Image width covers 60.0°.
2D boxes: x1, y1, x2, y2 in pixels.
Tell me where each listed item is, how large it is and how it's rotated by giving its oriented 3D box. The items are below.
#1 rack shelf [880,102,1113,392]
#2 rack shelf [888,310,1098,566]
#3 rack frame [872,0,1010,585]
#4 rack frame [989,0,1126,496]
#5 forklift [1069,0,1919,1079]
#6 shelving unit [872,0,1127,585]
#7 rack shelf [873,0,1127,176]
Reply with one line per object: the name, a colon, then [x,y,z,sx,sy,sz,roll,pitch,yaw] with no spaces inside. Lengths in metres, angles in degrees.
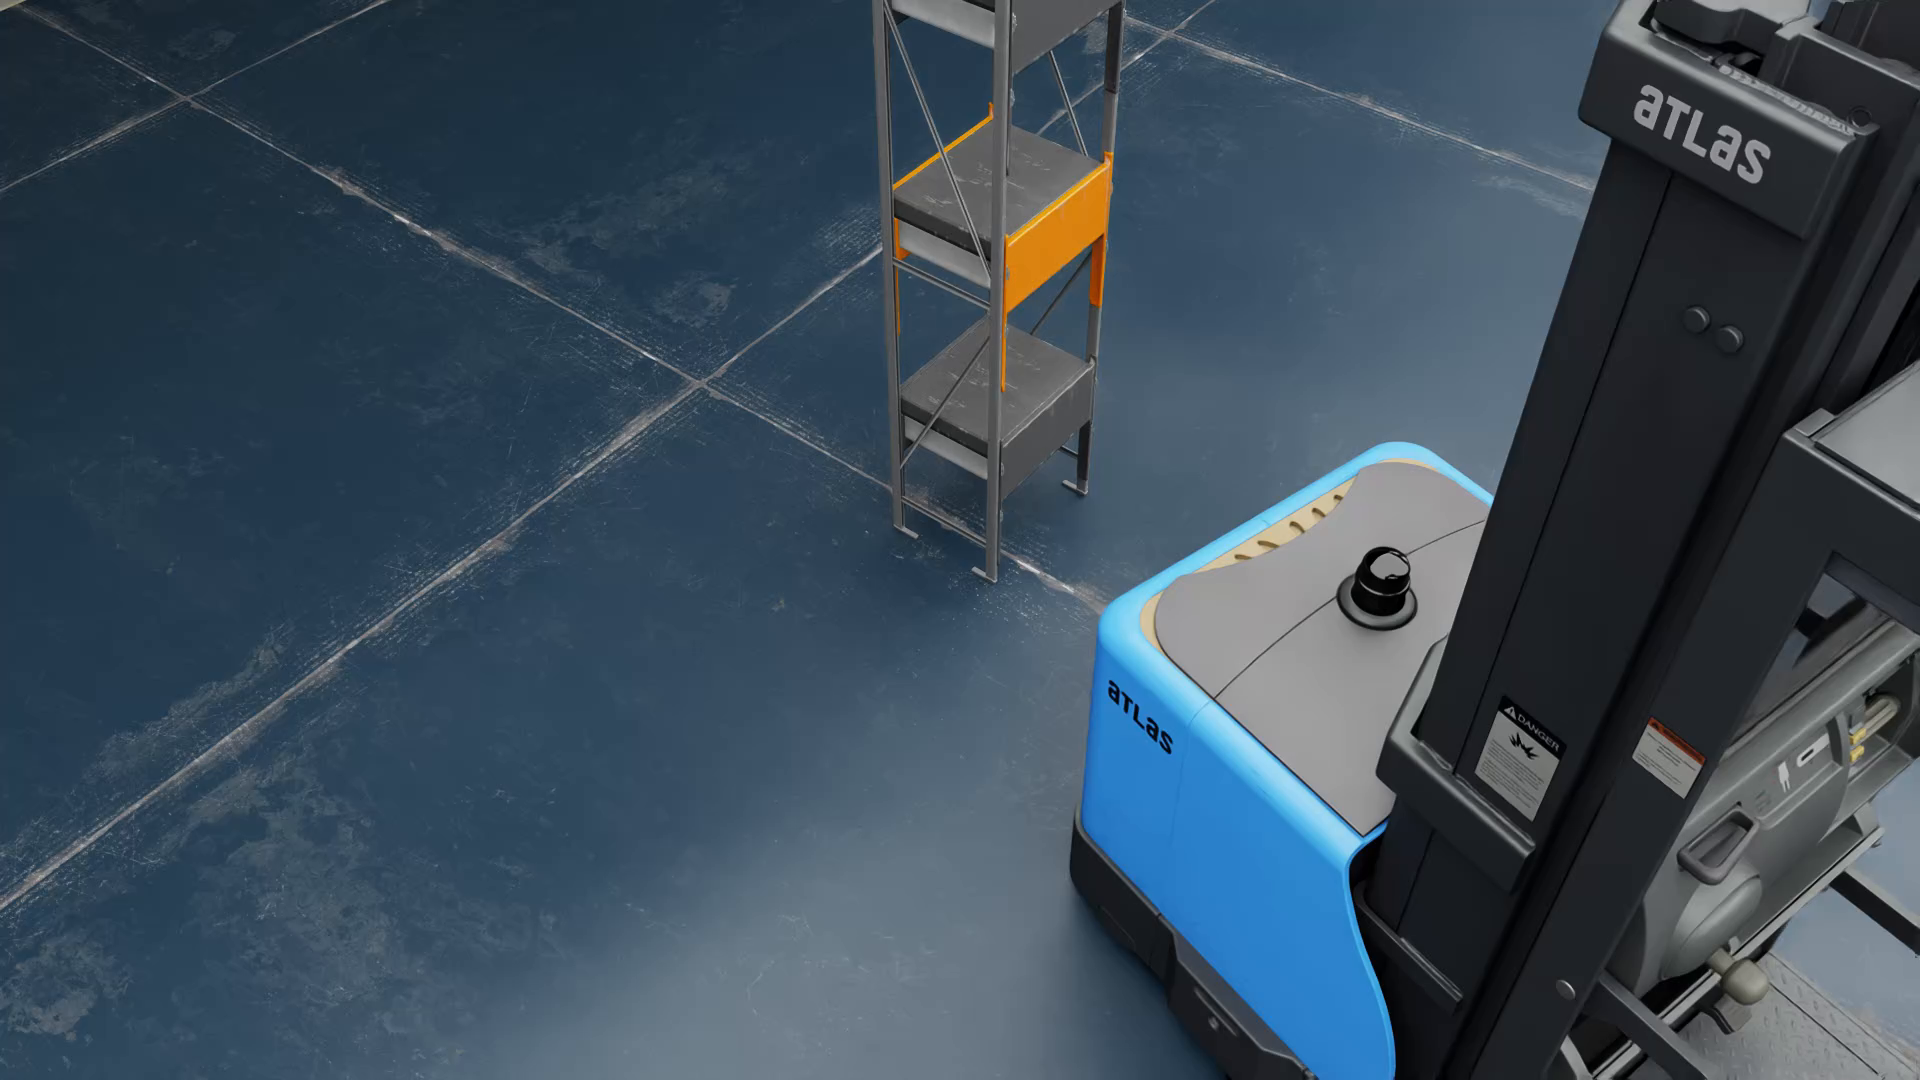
rack shelf: [0.101,-0.811,4.591,0.431,0.518,0.480,29,53,25]
rack shelf: [0.101,-0.327,5.097,0.431,0.518,0.480,29,53,25]
rack frame: [-0.048,-0.680,4.448,0.400,2.100,0.015,29,53,25]
rack frame: [0.250,-0.960,4.715,0.400,2.100,0.015,29,53,25]
forklift: [1.570,0.529,2.718,1.130,2.935,3.031,-28,53,-24]
shelving unit: [0.101,-0.820,4.581,0.431,2.100,0.503,29,53,25]
rack shelf: [0.101,-1.294,4.085,0.431,0.518,0.480,29,53,25]
